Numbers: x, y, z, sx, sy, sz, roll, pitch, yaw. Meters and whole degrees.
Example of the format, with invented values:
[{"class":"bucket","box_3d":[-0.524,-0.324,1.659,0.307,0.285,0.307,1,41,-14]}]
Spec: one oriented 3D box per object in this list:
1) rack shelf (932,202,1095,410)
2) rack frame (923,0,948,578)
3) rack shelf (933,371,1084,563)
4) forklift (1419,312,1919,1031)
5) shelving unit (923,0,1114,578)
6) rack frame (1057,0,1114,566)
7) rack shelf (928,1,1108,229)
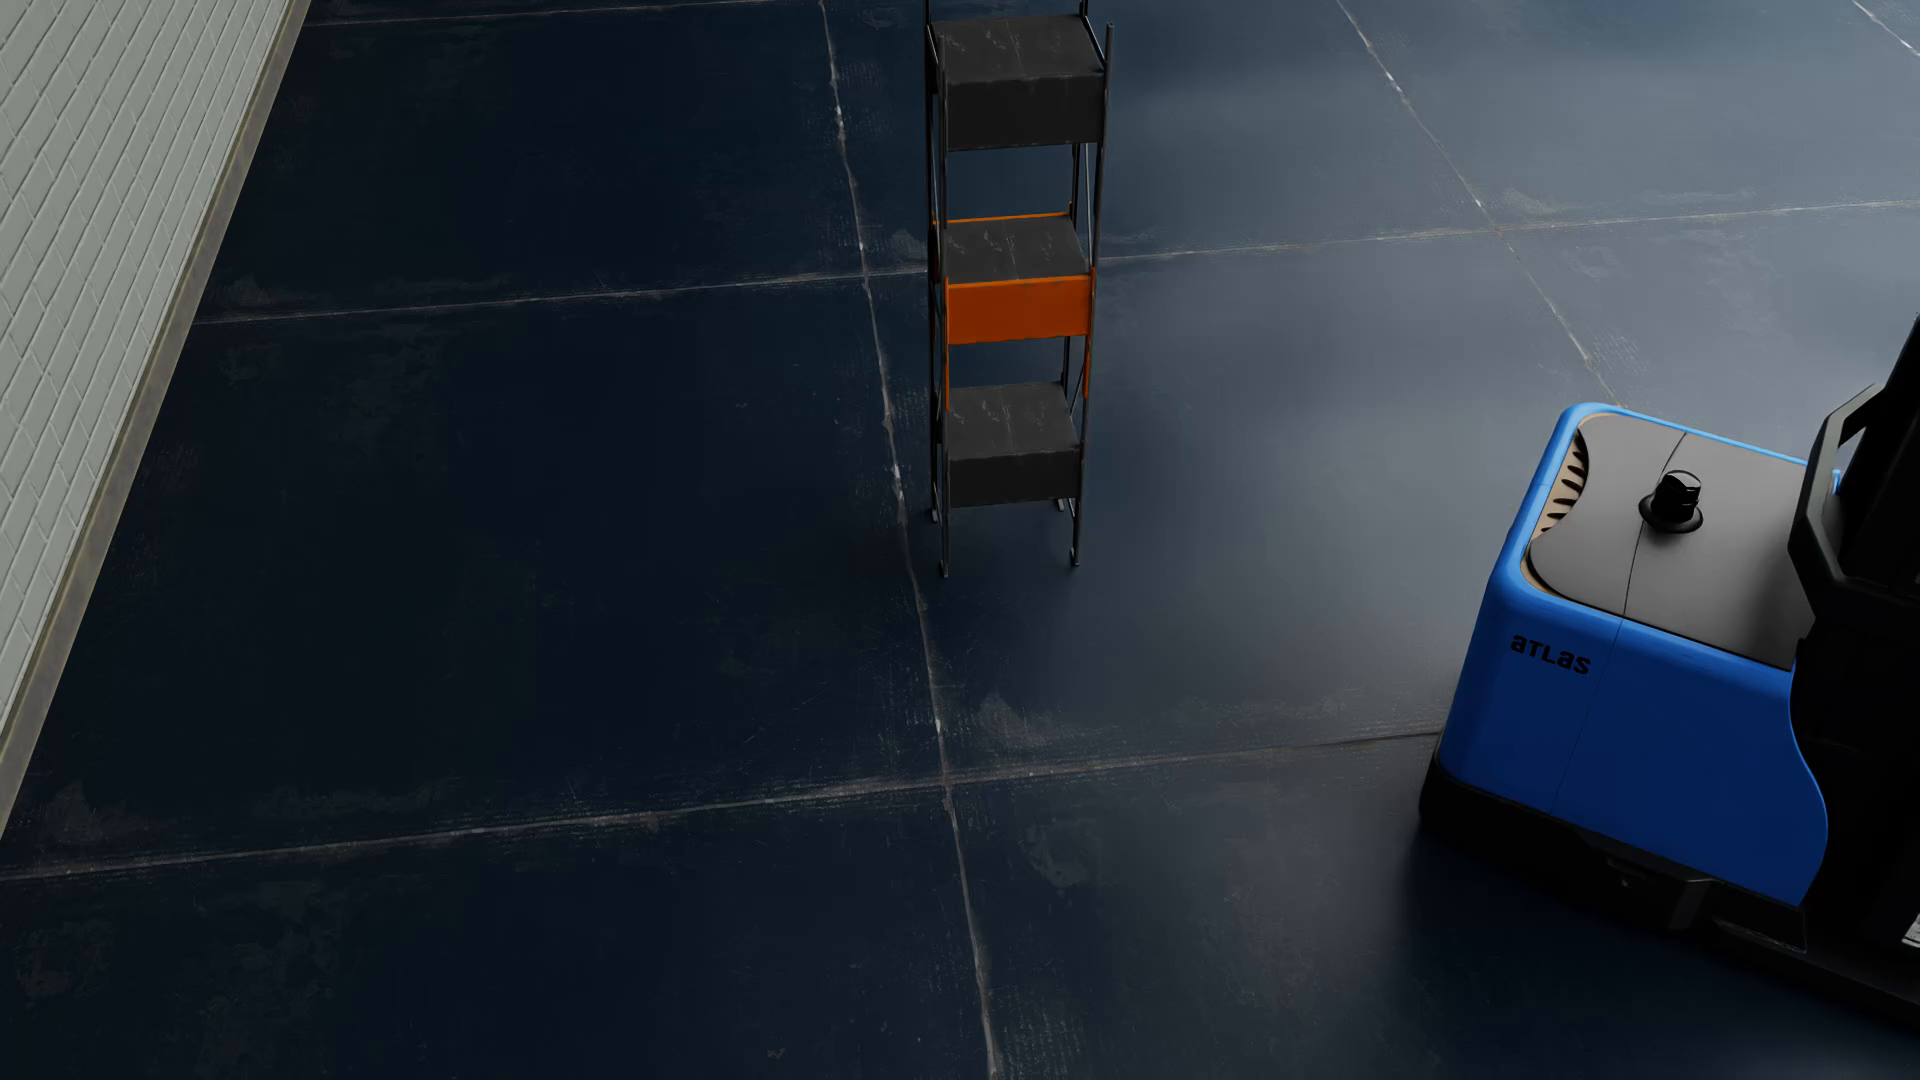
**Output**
[{"class":"rack shelf","box_3d":[0.164,-0.784,5.572,0.480,0.518,0.431,-5,42,-6]},{"class":"rack frame","box_3d":[-0.078,-0.773,5.539,0.015,2.100,0.400,-5,42,-6]},{"class":"rack shelf","box_3d":[0.164,-0.264,6.041,0.480,0.518,0.431,-5,42,-6]},{"class":"forklift","box_3d":[2.983,0.012,4.048,3.031,2.935,1.130,20,46,21]},{"class":"shelving unit","box_3d":[0.164,-0.794,5.563,0.503,2.100,0.431,-5,42,-6]},{"class":"rack frame","box_3d":[0.406,-0.815,5.586,0.015,2.100,0.400,-5,42,-6]},{"class":"rack shelf","box_3d":[0.164,-1.304,5.103,0.480,0.518,0.431,-5,42,-6]}]
